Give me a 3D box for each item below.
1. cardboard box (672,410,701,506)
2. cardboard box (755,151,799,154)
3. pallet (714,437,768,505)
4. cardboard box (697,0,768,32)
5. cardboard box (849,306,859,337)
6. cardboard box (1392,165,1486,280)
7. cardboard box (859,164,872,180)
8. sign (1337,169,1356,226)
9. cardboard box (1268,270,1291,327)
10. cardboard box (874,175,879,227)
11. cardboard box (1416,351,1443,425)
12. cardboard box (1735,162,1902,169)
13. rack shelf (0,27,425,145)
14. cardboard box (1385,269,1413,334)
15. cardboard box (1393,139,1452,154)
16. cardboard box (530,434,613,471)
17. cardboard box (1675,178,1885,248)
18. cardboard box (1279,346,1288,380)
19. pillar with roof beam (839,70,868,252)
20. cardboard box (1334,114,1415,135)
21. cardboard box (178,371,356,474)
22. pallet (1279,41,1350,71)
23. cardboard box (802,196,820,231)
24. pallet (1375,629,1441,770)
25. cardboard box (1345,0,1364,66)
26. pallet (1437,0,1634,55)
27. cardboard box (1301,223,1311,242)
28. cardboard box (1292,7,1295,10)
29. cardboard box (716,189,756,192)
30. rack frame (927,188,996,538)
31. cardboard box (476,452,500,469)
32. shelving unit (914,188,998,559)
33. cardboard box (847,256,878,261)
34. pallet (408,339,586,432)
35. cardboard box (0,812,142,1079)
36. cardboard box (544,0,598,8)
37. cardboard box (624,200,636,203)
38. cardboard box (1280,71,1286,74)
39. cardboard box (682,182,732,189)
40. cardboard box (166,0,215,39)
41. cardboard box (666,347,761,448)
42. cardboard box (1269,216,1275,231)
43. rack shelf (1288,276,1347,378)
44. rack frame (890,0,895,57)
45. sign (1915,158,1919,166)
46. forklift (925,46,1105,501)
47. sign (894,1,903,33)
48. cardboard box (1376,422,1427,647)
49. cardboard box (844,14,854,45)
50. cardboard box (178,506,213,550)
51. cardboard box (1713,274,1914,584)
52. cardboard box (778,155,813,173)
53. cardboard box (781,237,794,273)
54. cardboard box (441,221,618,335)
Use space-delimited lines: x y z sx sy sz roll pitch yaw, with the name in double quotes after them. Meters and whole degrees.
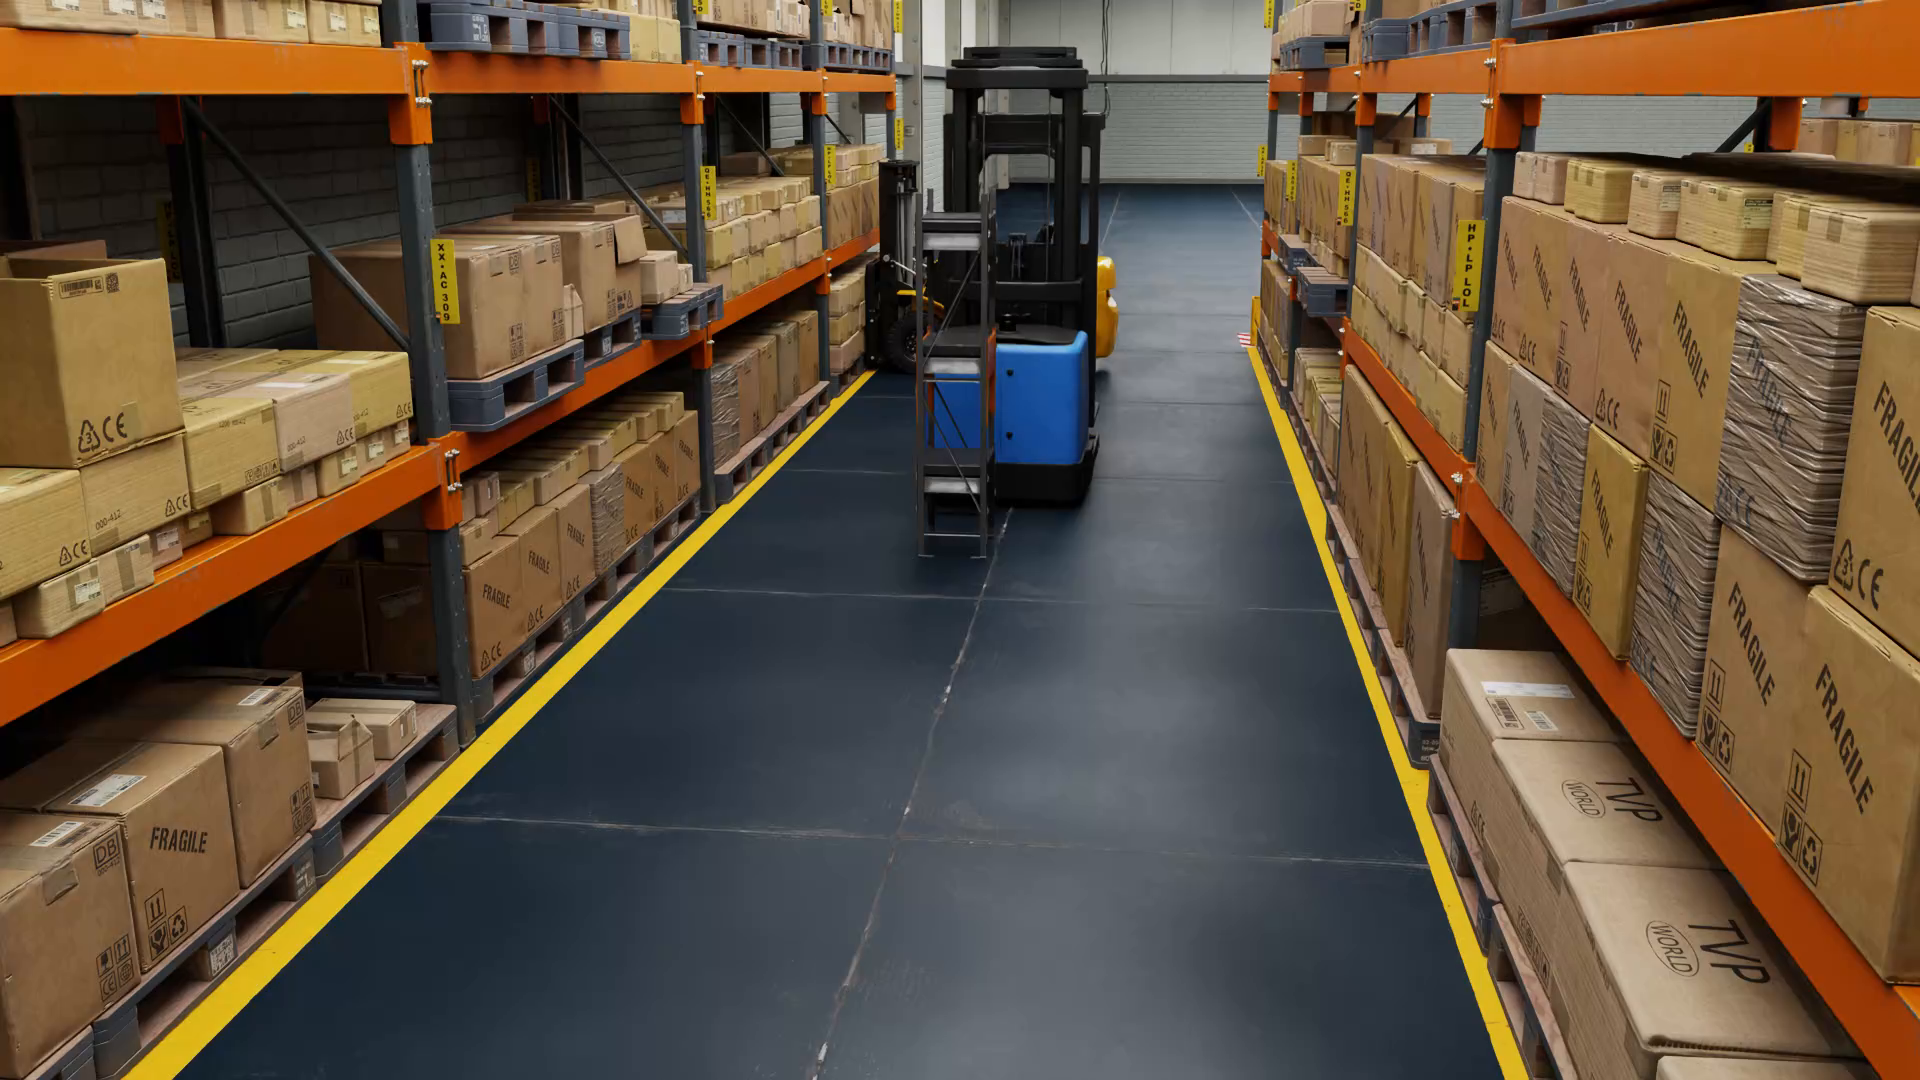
-1.933 -0.520 10.322 0.500 0.500 0.500 2 15 8 "cardboard box"
-1.735 -3.605 15.743 0.380 0.149 0.250 2 15 6 "cardboard box"
-1.967 -0.506 11.629 1.003 0.211 1.213 2 15 6 "pallet"
-1.660 -3.832 11.651 0.500 0.500 0.500 2 15 8 "cardboard box"
-1.231 -2.041 15.469 0.500 0.250 0.500 2 15 6 "cardboard box"
2.355 -1.511 7.897 0.500 0.500 0.500 2 15 7 "cardboard box"
-1.077 -3.644 16.459 0.380 0.149 0.250 2 15 7 "cardboard box"
2.294 -2.029 9.852 0.100 0.325 0.005 2 15 6 "sign"
3.249 -2.334 16.073 0.500 0.500 0.500 2 15 7 "cardboard box"
-1.058 -3.493 17.142 0.500 0.500 0.500 2 15 8 "cardboard box"
2.241 -0.640 7.071 0.500 0.250 0.500 1 15 5 "cardboard box"
2.478 -1.016 4.823 0.380 0.149 0.250 2 15 6 "cardboard box"
-2.776 -1.184 4.427 1.077 0.370 4.000 2 15 6 "rack shelf"
2.333 -1.145 7.980 0.500 0.250 0.500 2 15 7 "cardboard box"
3.385 -2.862 12.192 0.380 0.149 0.250 1 15 4 "cardboard box"
-2.080 -0.470 8.896 0.380 0.149 0.250 1 15 4 "cardboard box"
1.910 -0.763 3.886 0.380 0.149 0.250 2 15 8 "cardboard box"
3.085 -1.569 14.679 0.500 0.250 0.500 2 15 9 "cardboard box"
2.785 -7.886 22.086 9.100 9.000 0.400 2 15 6 "pillar with roof beam"
3.630 -3.446 14.482 0.700 0.500 0.500 2 15 7 "cardboard box"
-2.407 -0.404 5.626 0.500 0.250 0.500 2 15 6 "cardboard box"
3.110 -3.732 12.831 1.213 0.211 1.003 2 15 6 "pallet"
-1.449 -2.711 13.772 0.500 0.250 0.500 1 15 5 "cardboard box"
2.395 0.687 7.218 1.003 0.211 1.213 2 15 6 "pallet"
2.978 -3.389 11.003 0.797 0.503 0.637 2 15 6 "cardboard box"
2.437 -2.052 6.624 0.805 0.209 1.217 1 15 4 "pallet"
2.872 -2.415 13.023 0.380 0.149 0.250 2 15 7 "cardboard box"
3.074 -4.538 14.405 0.380 0.149 0.250 2 15 8 "cardboard box"
-1.701 -2.480 12.154 0.380 0.149 0.250 2 15 6 "cardboard box"
0.009 -1.034 9.963 0.400 2.100 0.015 2 15 6 "rack frame"
-2.633 -0.417 8.699 0.380 0.149 0.250 1 15 4 "cardboard box"
-0.019 -0.971 9.729 0.431 2.100 0.503 2 15 6 "shelving unit"
-0.990 -2.811 17.360 0.500 0.250 0.500 2 15 7 "cardboard box"
-2.351 -0.714 7.422 1.003 0.211 1.213 2 15 6 "pallet"
-2.703 1.063 4.470 0.700 0.500 0.500 2 15 9 "cardboard box"
-2.071 -2.776 8.458 0.380 0.149 0.250 2 15 8 "cardboard box"
-2.344 -2.163 10.979 0.380 0.149 0.250 2 15 8 "cardboard box"
3.235 -4.484 15.734 0.380 0.149 0.250 2 15 7 "cardboard box"
-2.020 -2.754 13.166 0.380 0.149 0.250 2 15 6 "cardboard box"
-2.458 -1.562 4.928 0.380 0.149 0.250 2 15 8 "cardboard box"
-1.949 -1.027 11.959 0.875 0.625 0.625 2 15 8 "cardboard box"
3.293 -3.169 16.617 0.380 0.149 0.250 2 15 7 "cardboard box"
3.060 -1.666 11.955 1.077 0.370 4.000 2 15 6 "rack shelf"
-1.196 -6.611 17.370 1.000 3.000 0.127 2 15 6 "rack frame"
7.663 -2.884 13.272 0.100 0.325 0.005 2 15 6 "sign"
0.459 -2.007 11.970 1.130 2.935 3.031 2 15 7 "forklift"
-0.658 -5.532 17.583 0.100 0.325 0.005 2 15 6 "sign"
2.467 -0.032 7.799 0.875 0.875 0.875 2 15 8 "cardboard box"
-1.178 -4.687 15.265 0.396 0.266 0.258 1 15 5 "cardboard box"
-2.546 -0.057 5.106 0.380 0.149 0.250 2 15 7 "cardboard box"
1.779 -0.219 3.118 0.500 0.500 0.500 2 15 6 "cardboard box"
-1.394 -3.327 14.716 0.380 0.149 0.250 2 15 7 "cardboard box"
-1.582 -2.208 12.868 0.500 0.250 0.500 2 15 7 "cardboard box"
-2.126 -1.310 8.264 0.700 0.500 0.500 2 15 6 "cardboard box"
